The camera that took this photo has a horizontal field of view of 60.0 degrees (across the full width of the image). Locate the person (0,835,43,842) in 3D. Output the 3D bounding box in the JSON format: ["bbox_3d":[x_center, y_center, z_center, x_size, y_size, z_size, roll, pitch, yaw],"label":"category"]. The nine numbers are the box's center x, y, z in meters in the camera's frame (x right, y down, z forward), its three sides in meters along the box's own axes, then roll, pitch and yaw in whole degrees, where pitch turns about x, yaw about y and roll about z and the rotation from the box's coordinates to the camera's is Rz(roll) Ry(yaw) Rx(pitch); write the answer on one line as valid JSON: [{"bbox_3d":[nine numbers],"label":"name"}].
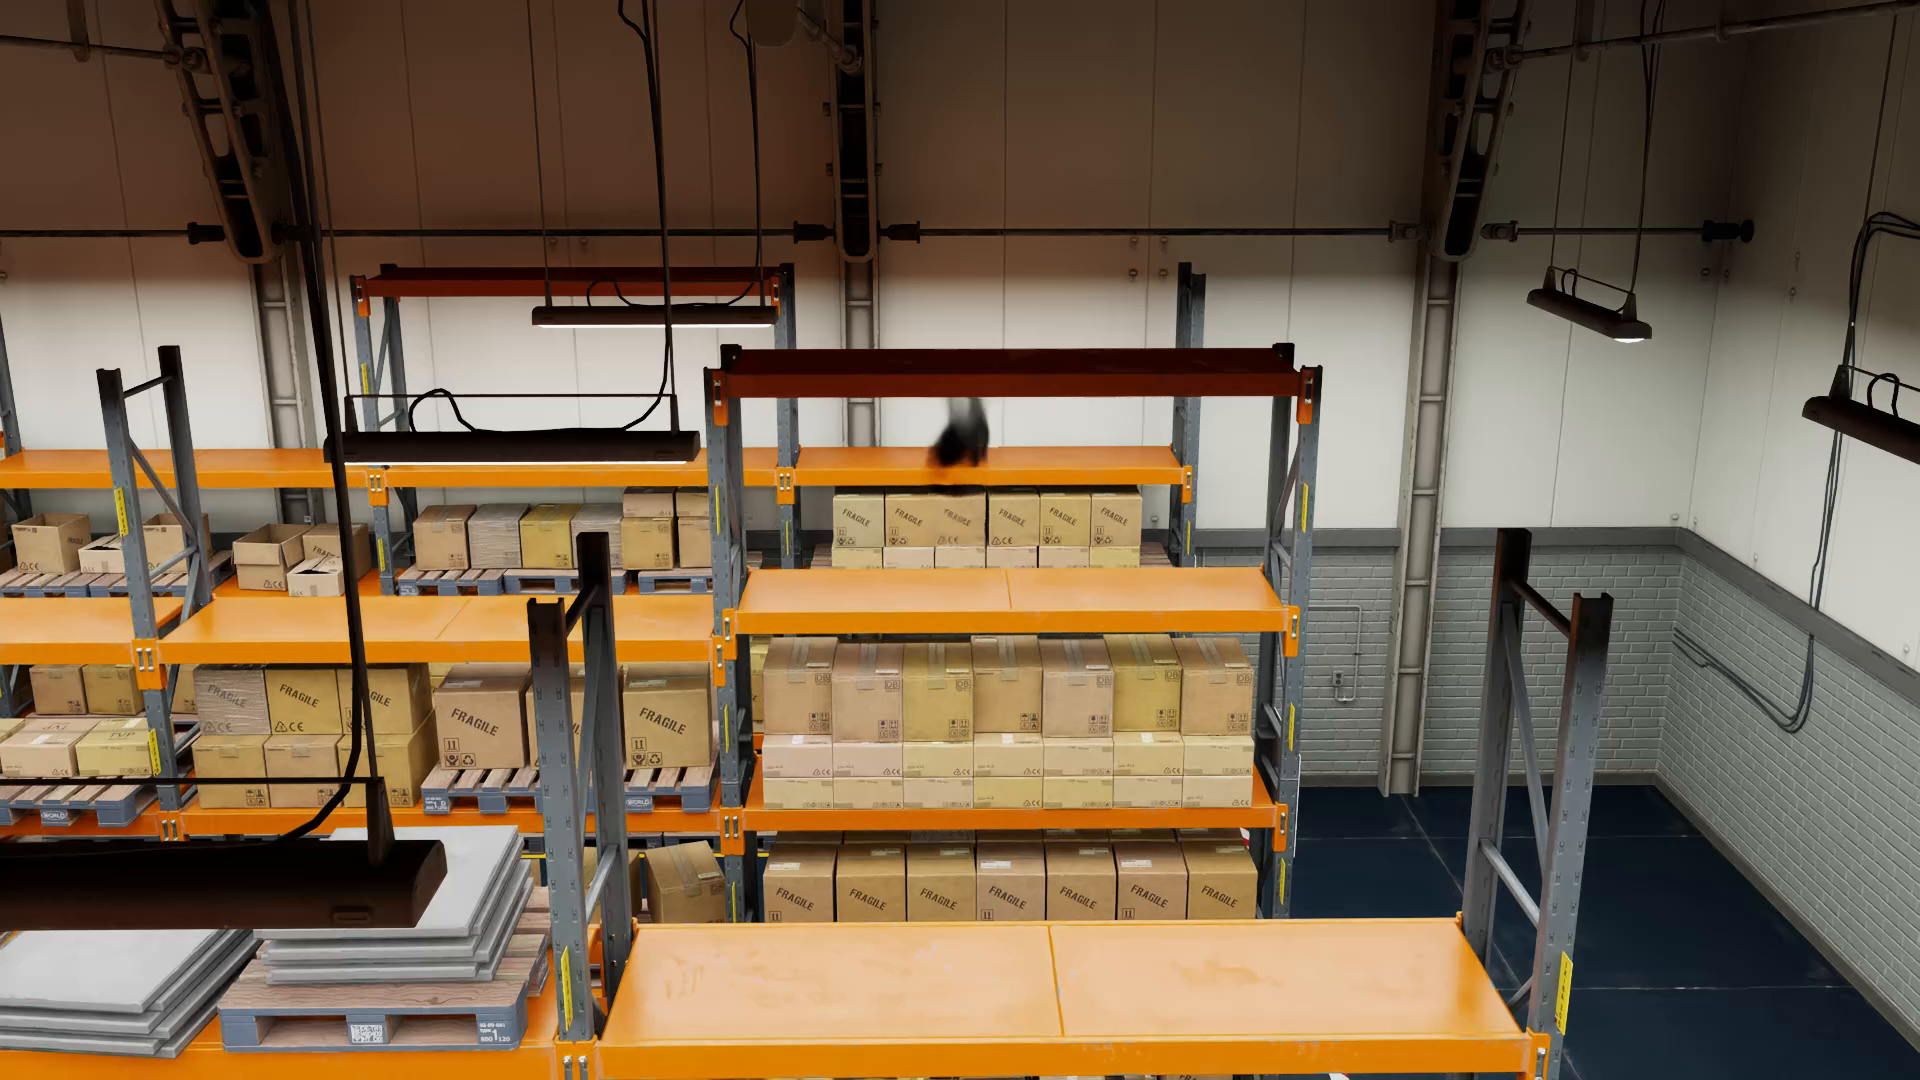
[{"bbox_3d":[-8.957,2.911,15.706,0.714,1.673,0.814,12,20,35],"label":"person"}]
